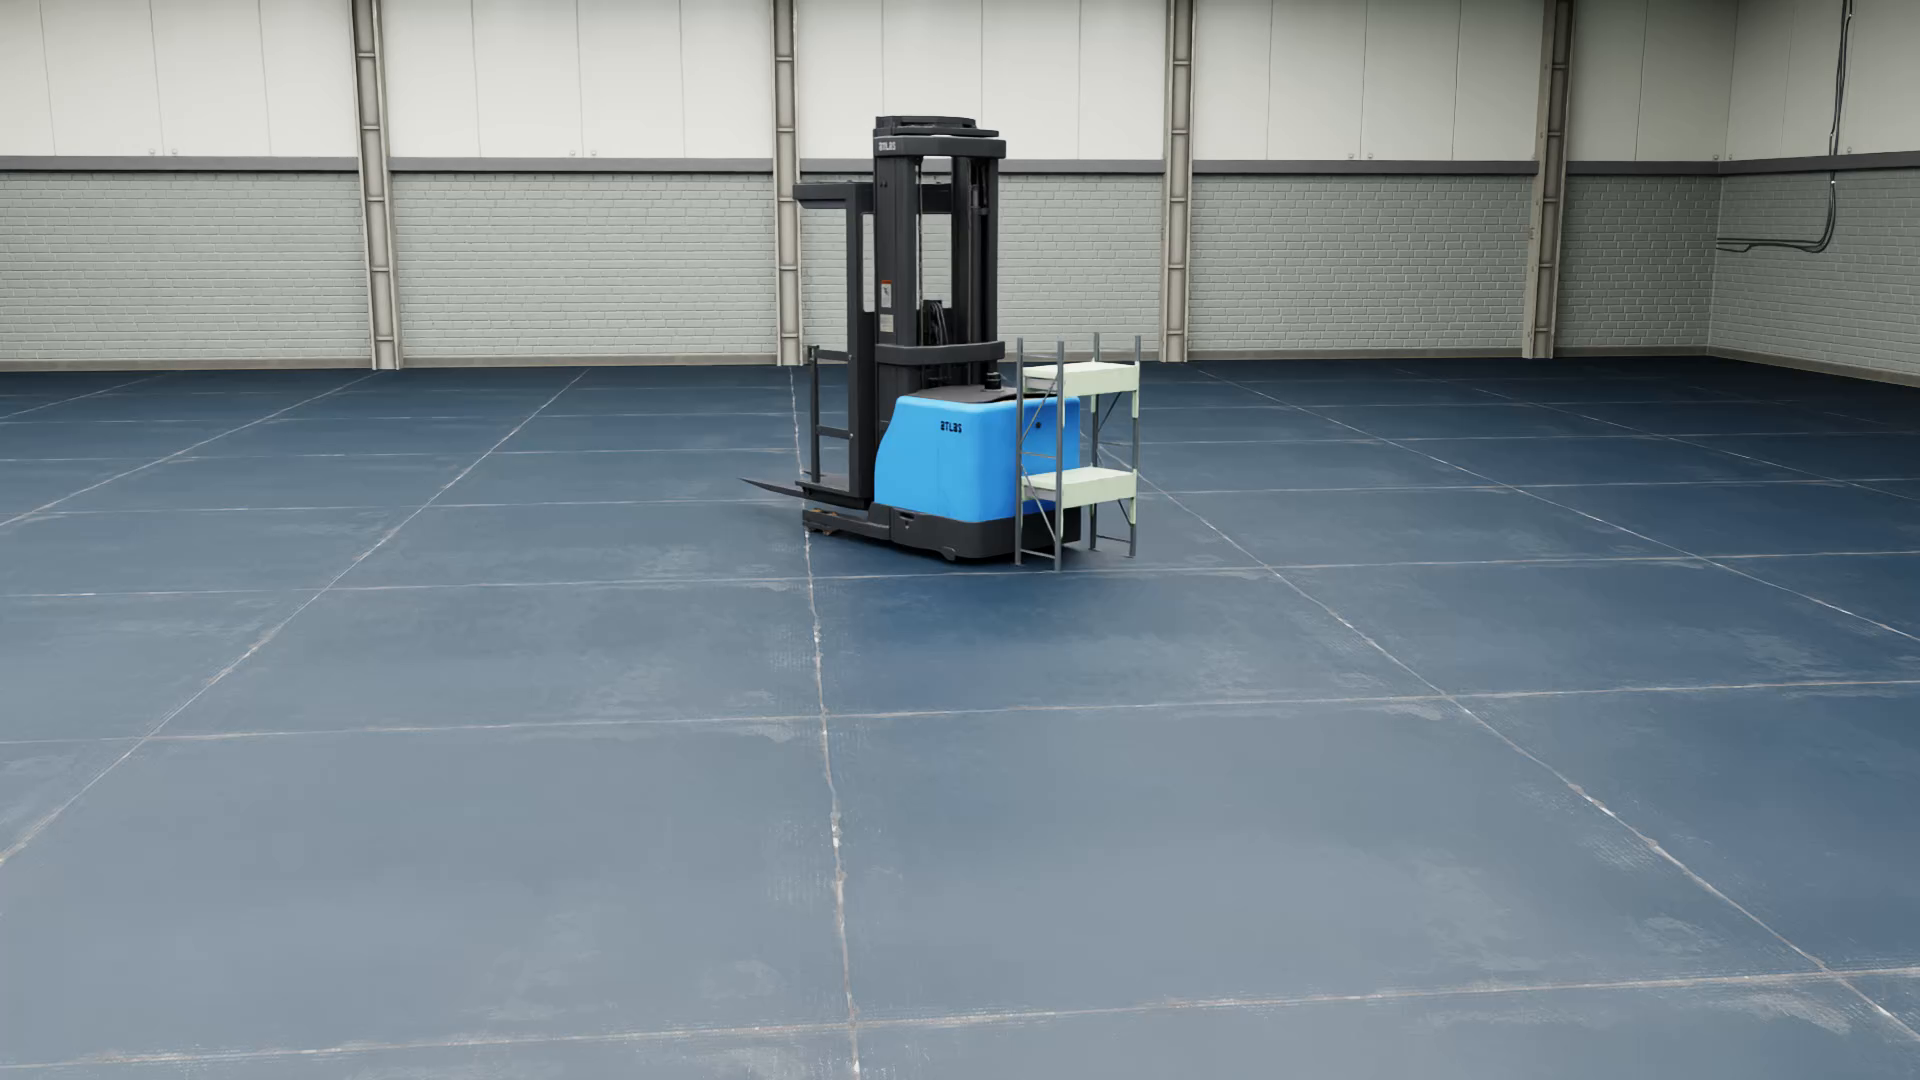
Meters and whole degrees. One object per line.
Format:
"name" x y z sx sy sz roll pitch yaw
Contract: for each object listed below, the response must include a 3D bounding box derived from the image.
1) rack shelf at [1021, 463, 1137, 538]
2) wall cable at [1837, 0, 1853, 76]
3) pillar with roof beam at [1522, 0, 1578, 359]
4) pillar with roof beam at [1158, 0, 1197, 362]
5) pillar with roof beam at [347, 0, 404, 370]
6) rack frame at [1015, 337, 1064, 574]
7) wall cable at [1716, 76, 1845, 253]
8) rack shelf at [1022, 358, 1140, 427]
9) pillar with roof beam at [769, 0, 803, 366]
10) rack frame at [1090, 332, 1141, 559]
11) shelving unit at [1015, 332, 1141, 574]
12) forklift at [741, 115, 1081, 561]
"rack shelf" 0.777 -0.273 11.053 0.720 0.370 0.431 -10 15 -42
"wall cable" 12.682 -7.605 22.180 0.112 2.526 3.097 -1 11 -6
"pillar with roof beam" 9.783 -6.536 21.785 0.400 9.000 9.100 -1 11 -6
"pillar with roof beam" 3.818 -6.411 21.149 0.400 9.000 9.100 -1 11 -6
"pillar with roof beam" -8.112 -6.161 19.878 0.400 9.000 9.100 -1 11 -6
"rack frame" 0.510 -0.545 10.745 0.023 1.500 0.400 -10 15 -42
"wall cable" 12.390 -5.645 25.306 0.112 2.526 3.097 -1 11 -6
"rack shelf" 0.779 -0.975 10.913 0.720 0.370 0.431 -10 15 -42
"pillar with roof beam" -2.147 -6.286 20.513 0.400 9.000 9.100 -1 11 -6
"rack frame" 1.046 -0.641 11.234 0.023 1.500 0.400 -10 15 -42
"shelving unit" 0.778 -0.593 10.990 0.755 1.500 0.431 -10 15 -42
"forklift" -0.503 -1.527 12.036 1.130 2.935 3.031 -9 15 -40
